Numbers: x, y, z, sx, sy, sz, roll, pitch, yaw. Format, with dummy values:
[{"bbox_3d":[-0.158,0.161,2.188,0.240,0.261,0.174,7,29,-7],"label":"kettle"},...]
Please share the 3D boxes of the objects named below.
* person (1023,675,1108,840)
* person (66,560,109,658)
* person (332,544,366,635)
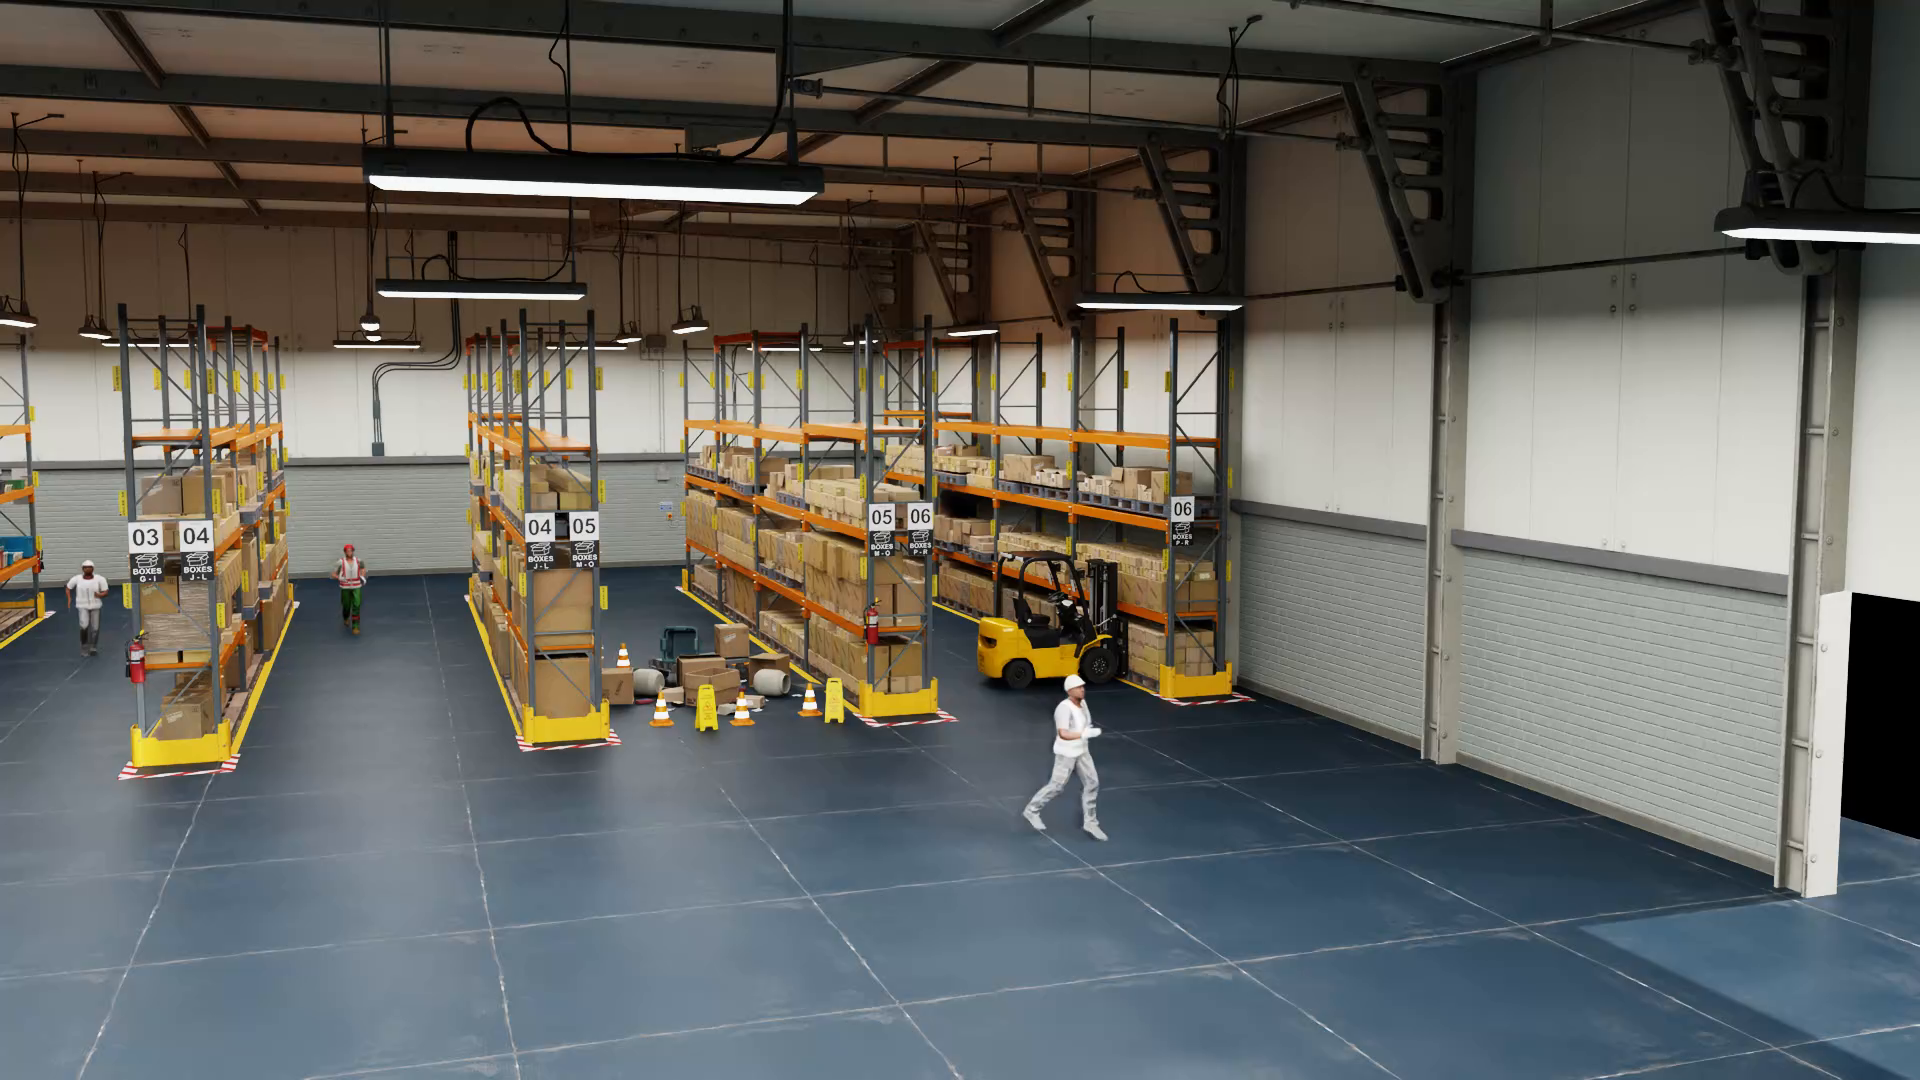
[{"bbox_3d":[1.183,2.375,18.350,0.938,1.823,0.696,4,6,33],"label":"person"},{"bbox_3d":[-15.879,1.256,30.307,0.672,1.783,0.720,-3,6,-33],"label":"person"},{"bbox_3d":[-12.123,0.965,33.082,0.658,1.782,0.959,-3,6,-28],"label":"person"}]
